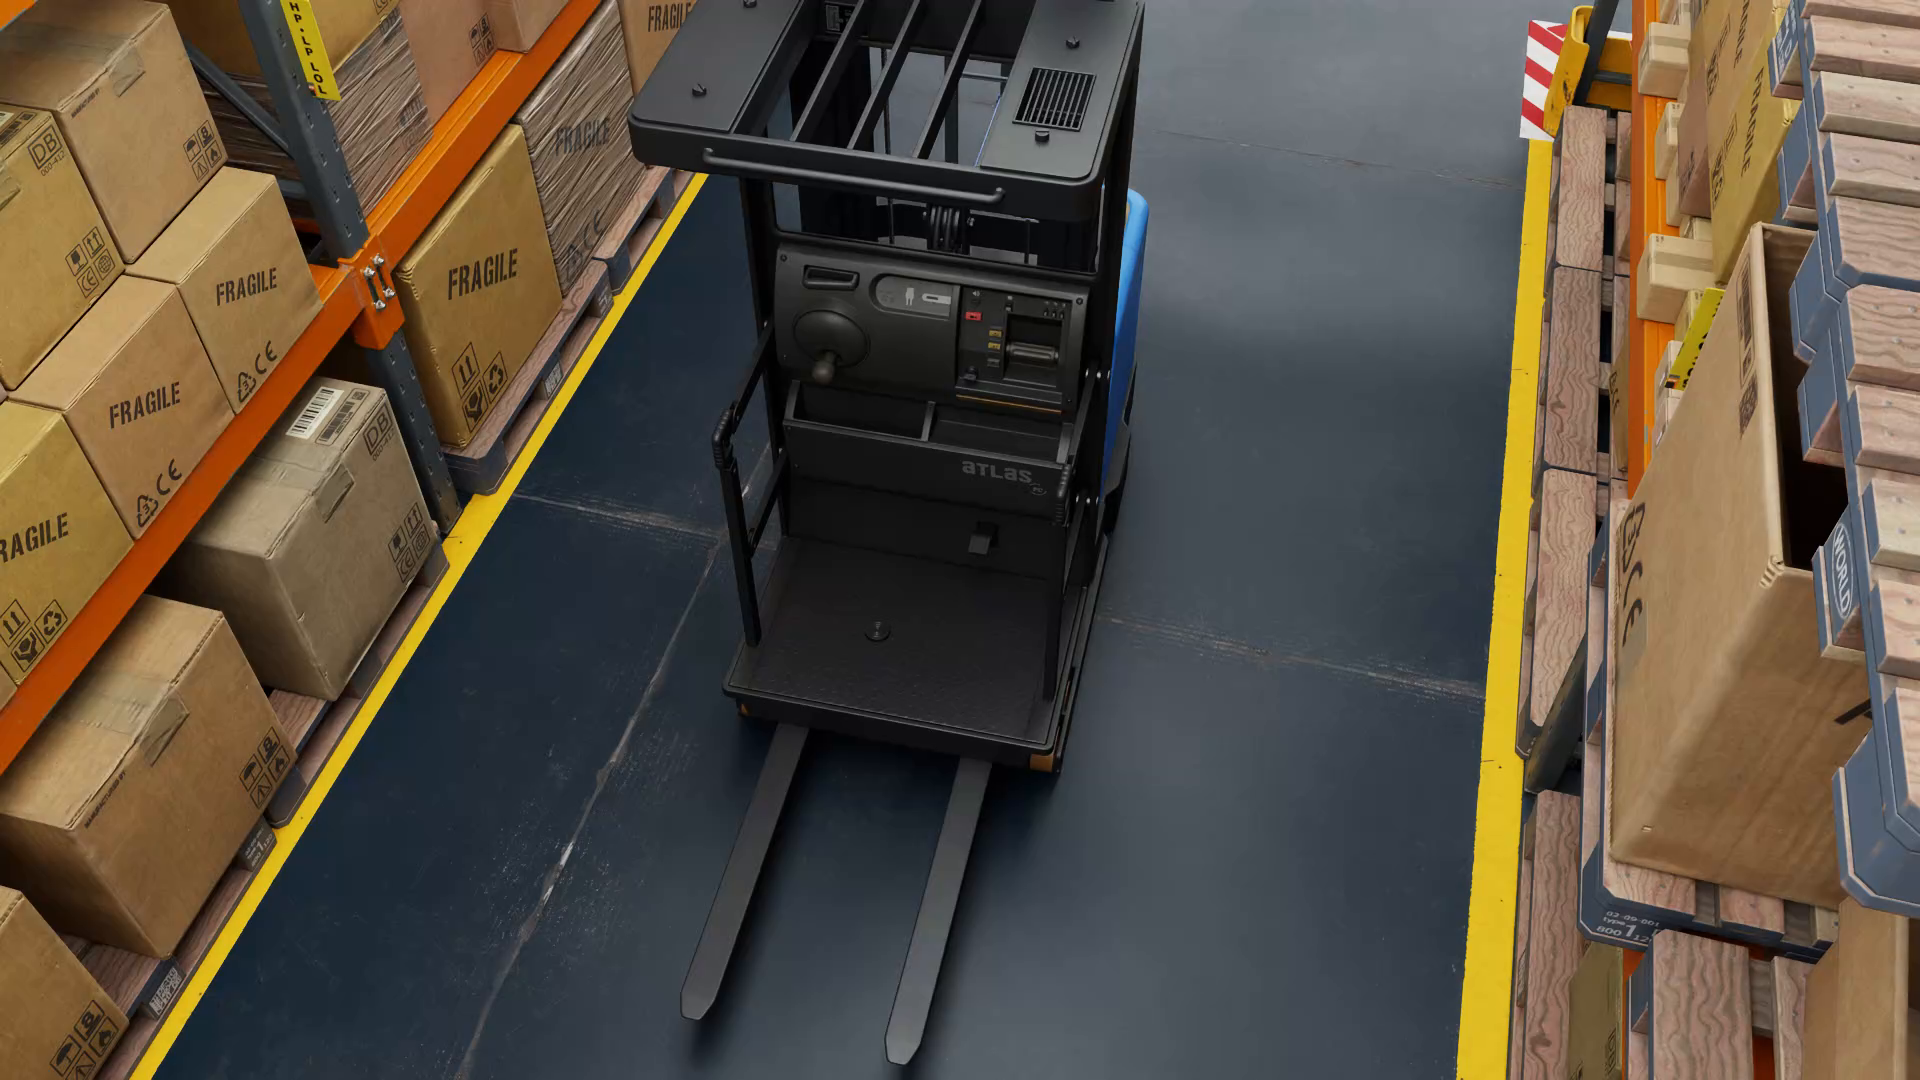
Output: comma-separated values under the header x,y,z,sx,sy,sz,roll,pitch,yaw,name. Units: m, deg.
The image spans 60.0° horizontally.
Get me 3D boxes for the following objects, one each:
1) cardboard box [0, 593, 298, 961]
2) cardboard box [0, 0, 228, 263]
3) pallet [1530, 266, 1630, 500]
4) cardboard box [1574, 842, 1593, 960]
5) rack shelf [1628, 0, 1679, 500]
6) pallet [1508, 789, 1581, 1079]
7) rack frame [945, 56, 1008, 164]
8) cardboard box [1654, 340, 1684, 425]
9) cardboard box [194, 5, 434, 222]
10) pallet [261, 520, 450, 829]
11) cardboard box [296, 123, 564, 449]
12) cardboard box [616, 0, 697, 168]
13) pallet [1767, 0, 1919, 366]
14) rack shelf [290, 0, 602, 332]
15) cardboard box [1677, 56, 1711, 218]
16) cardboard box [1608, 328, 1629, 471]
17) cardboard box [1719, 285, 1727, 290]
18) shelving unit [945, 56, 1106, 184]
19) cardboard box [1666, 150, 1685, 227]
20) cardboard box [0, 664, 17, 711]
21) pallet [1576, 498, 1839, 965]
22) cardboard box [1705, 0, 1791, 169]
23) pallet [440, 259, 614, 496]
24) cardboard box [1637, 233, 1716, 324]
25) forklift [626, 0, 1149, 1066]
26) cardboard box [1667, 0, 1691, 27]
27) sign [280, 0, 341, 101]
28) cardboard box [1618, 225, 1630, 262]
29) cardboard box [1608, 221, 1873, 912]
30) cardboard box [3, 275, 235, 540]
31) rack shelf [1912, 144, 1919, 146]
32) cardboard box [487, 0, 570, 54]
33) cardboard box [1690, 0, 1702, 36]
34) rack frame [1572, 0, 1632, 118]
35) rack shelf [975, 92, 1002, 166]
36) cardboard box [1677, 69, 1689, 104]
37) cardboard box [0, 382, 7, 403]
x,y,z,sx,sy,sz,roll,pitch,yaw,name
-2.727,0.617,4.925,1.050,0.750,0.750,12,50,10,cardboard box
-2.518,-1.155,4.536,0.700,0.500,0.500,11,49,9,cardboard box
2.827,-0.555,6.599,1.003,0.211,1.213,12,50,10,pallet
2.183,1.022,4.722,0.700,0.500,0.500,8,49,7,cardboard box
2.892,-1.308,5.884,1.077,0.370,4.000,12,50,10,rack shelf
2.162,1.386,4.886,1.003,0.211,1.213,12,50,10,pallet
0.194,-1.177,6.288,0.500,1.500,0.032,10,49,8,rack frame
2.213,-0.409,4.778,0.380,0.149,0.250,12,50,10,cardboard box
-2.307,-1.471,5.447,0.875,0.550,0.550,12,50,10,cardboard box
-2.523,0.344,5.806,1.003,0.211,1.213,12,50,10,pallet
-2.160,-1.029,6.294,0.875,0.875,0.875,12,50,11,cardboard box
-1.685,-2.341,7.452,0.875,0.875,0.875,11,49,9,cardboard box
2.100,-0.605,2.908,1.213,0.211,1.003,12,50,10,pallet
-1.867,-2.360,6.812,1.077,0.370,4.000,12,50,10,rack shelf
2.744,-1.281,5.115,0.875,0.500,0.500,12,50,10,cardboard box
2.740,-0.573,6.143,0.500,0.500,0.500,8,49,7,cardboard box
2.544,-0.545,4.465,0.875,0.500,0.500,12,50,10,cardboard box
0.306,-1.549,6.616,0.538,1.500,1.048,10,49,8,shelving unit
2.515,-1.125,5.409,0.380,0.149,0.250,12,50,10,cardboard box
-2.670,0.344,3.879,0.500,0.500,0.500,11,50,10,cardboard box
2.024,0.488,3.947,1.003,0.211,1.213,12,50,10,pallet
2.349,-1.304,4.468,0.500,0.500,0.500,12,50,10,cardboard box
-2.117,-0.764,6.783,1.003,0.211,1.213,12,50,10,pallet
2.295,-0.781,5.106,0.380,0.149,0.250,12,50,10,cardboard box
-0.138,-0.513,4.748,1.130,2.935,3.031,10,49,8,forklift
2.791,-1.845,6.046,0.380,0.149,0.250,12,50,10,cardboard box
-1.867,-1.409,4.773,0.100,0.325,0.005,12,50,10,sign
3.113,-1.417,6.887,0.500,0.500,0.500,24,53,20,cardboard box
2.021,0.110,3.472,1.000,1.000,1.000,12,50,10,cardboard box
-2.405,-0.389,4.526,0.500,0.500,0.500,11,50,10,cardboard box
1.839,0.592,2.206,1.077,0.370,4.000,12,50,10,rack shelf
-1.929,-2.240,6.127,0.875,0.550,0.550,12,50,10,cardboard box
3.058,-1.994,5.744,0.875,0.500,0.500,12,50,10,cardboard box
3.418,-2.993,6.891,1.000,3.000,0.127,12,50,10,rack frame
0.306,-1.430,6.751,0.538,0.185,1.000,10,49,8,rack shelf
2.687,-1.478,5.721,0.380,0.149,0.250,12,50,10,cardboard box
-2.785,-0.418,3.884,0.700,0.500,0.500,12,50,10,cardboard box
